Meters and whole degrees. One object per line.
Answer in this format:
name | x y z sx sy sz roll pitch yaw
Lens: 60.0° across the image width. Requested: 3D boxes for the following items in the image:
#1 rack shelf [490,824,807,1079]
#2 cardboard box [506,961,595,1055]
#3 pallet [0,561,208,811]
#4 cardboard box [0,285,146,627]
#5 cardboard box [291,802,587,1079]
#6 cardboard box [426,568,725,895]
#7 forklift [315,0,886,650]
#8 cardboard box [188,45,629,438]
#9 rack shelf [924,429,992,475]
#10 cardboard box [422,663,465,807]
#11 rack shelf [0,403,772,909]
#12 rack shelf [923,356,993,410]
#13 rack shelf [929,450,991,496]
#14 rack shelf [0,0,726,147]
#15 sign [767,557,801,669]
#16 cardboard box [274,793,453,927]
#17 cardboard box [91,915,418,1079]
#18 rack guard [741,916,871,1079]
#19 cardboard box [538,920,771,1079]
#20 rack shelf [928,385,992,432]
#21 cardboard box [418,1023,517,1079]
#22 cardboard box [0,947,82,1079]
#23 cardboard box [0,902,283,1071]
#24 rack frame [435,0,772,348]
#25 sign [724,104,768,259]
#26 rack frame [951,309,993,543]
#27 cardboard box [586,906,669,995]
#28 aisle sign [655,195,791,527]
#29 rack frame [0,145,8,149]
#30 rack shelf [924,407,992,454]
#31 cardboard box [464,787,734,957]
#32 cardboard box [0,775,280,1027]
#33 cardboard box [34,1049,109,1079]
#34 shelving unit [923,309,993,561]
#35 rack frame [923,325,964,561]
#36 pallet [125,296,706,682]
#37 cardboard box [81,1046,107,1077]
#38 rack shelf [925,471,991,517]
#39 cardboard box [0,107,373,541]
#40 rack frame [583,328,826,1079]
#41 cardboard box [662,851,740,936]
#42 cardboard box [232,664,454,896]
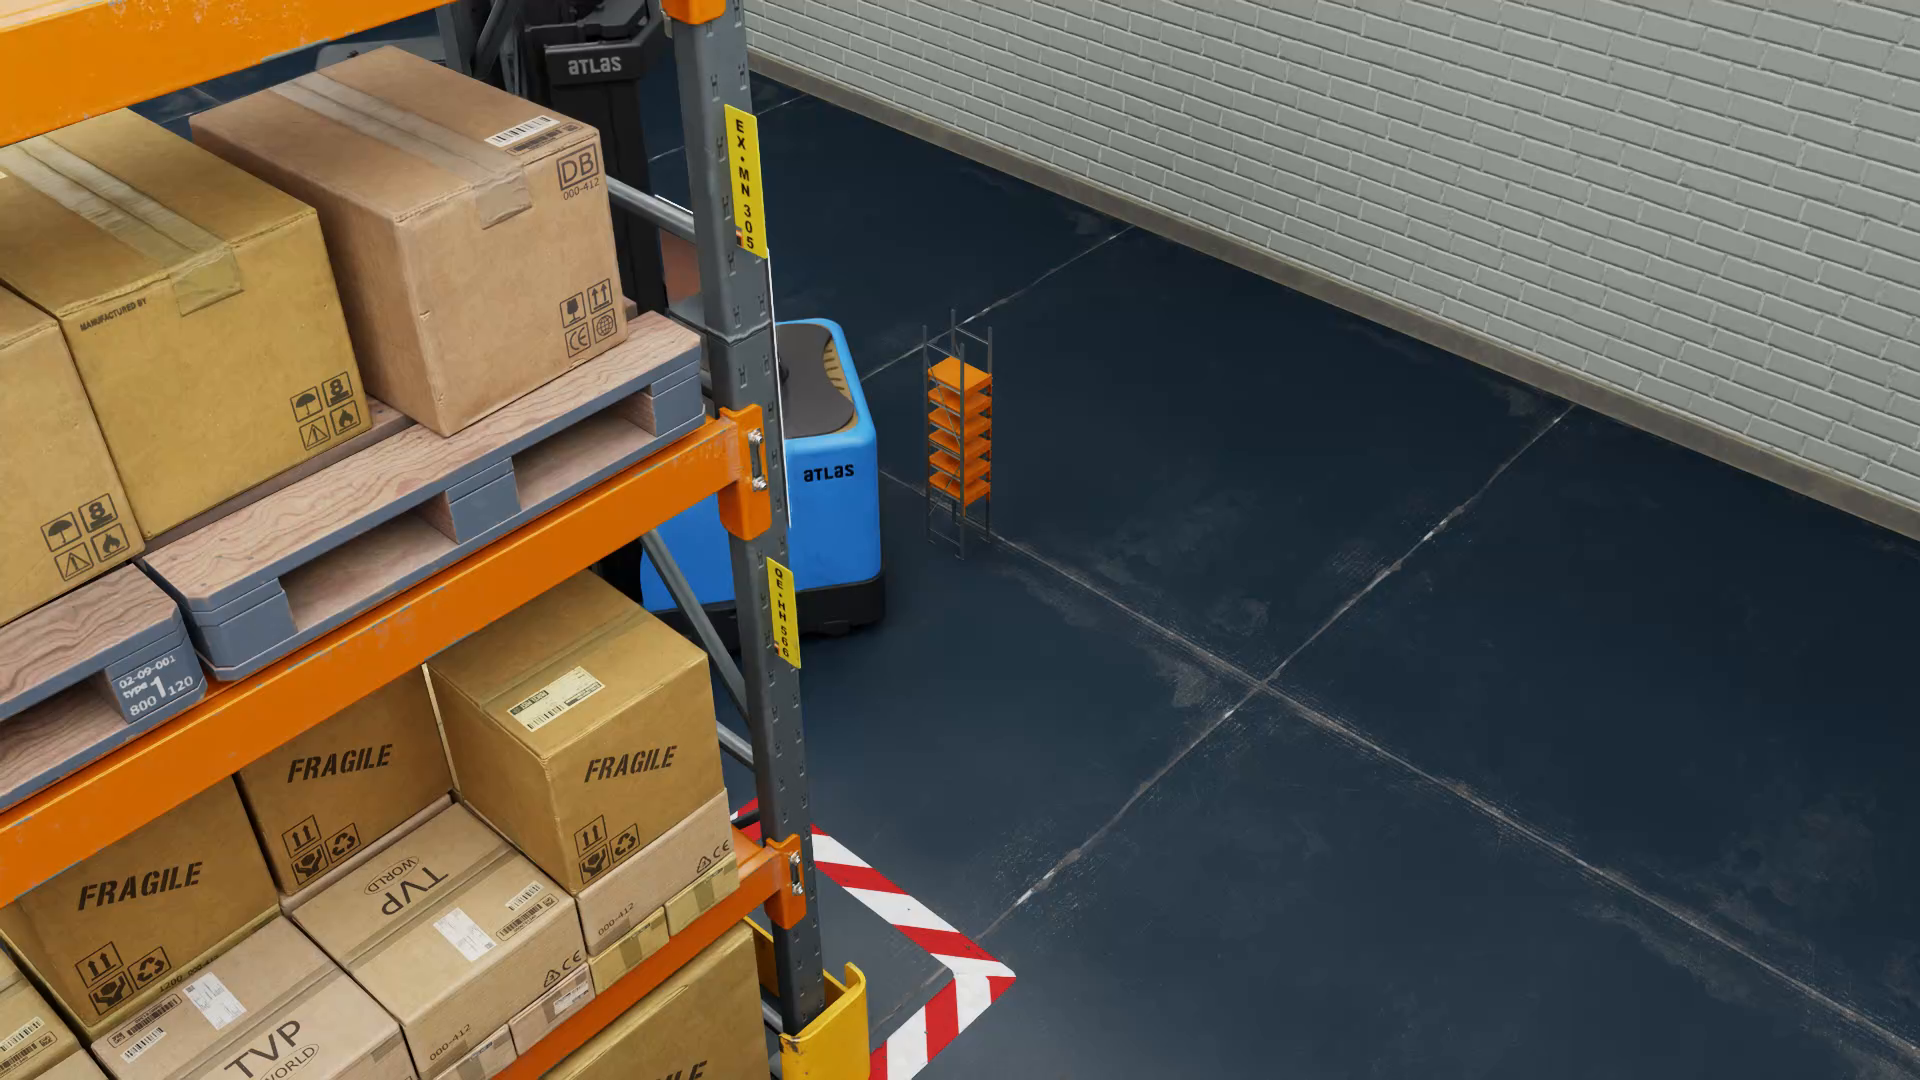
rack shelf | -2.194 1.701 4.063 1.077 0.370 4.000 30 47 32
cardboard box | -1.187 1.136 4.396 0.380 0.149 0.250 30 47 32
pallet | -2.161 0.269 2.946 1.003 0.211 1.213 30 47 32
cardboard box | -1.938 -0.189 2.953 0.700 0.500 0.500 26 45 29
cardboard box | -1.319 1.010 4.235 0.500 0.250 0.500 29 47 31
cardboard box | -0.979 0.483 4.295 0.500 0.500 0.500 30 47 32
forklift | -1.909 -0.839 6.734 3.031 2.935 1.130 -8 39 -10
cardboard box | -1.156 -0.655 3.539 0.700 0.500 0.500 27 46 29
rack shelf | -0.010 -0.428 7.679 0.258 0.103 0.180 30 47 32
cardboard box | -1.368 0.550 4.813 0.500 0.250 0.500 28 46 31
rack shelf | -2.194 0.527 3.129 1.077 0.370 4.000 30 47 32
rack shelf | -0.010 -0.710 7.455 0.258 0.103 0.180 30 47 32
rack shelf | -0.010 -0.334 7.754 0.258 0.103 0.180 30 47 32
rack shelf | -2.194 -0.491 2.320 1.077 0.370 4.000 30 47 32
sign | -0.454 0.189 4.265 0.100 0.325 0.005 30 47 32
cardboard box | -1.714 0.791 4.510 0.500 0.250 0.500 29 47 31
cardboard box | -1.662 1.244 3.941 0.500 0.250 0.500 28 46 31
rack guard | -0.829 1.468 5.786 1.175 0.500 0.348 30 47 32
cardboard box | -1.217 1.495 5.113 0.875 0.875 0.875 30 47 32
rack shelf | -0.010 -0.616 7.530 0.258 0.103 0.180 30 47 32
cardboard box | -1.356 1.250 4.253 0.380 0.149 0.250 31 48 33
cardboard box | -2.403 1.263 3.917 0.500 0.250 0.500 29 47 31
cardboard box | -2.055 1.021 4.221 0.500 0.250 0.500 28 46 31
rack frame | -0.845 -1.848 3.127 1.000 3.000 0.127 30 47 32
sign | -0.454 -0.755 3.515 0.100 0.325 0.005 30 47 32
rack frame | 0.052 -0.505 7.705 0.240 1.200 0.006 30 47 32
cardboard box | -1.016 1.021 4.542 0.380 0.149 0.250 30 47 32
aisle sign | -0.575 -0.424 4.068 0.394 0.787 0.004 30 47 32
rack frame | -4.501 -1.579 7.610 1.000 3.000 0.127 30 47 32
rack shelf | -0.010 -0.522 7.605 0.258 0.103 0.180 30 47 32
cardboard box | -0.976 0.777 4.528 0.500 0.250 0.500 29 47 31
cardboard box | -2.050 0.727 3.989 0.500 0.500 0.500 28 46 31
cardboard box | -2.010 1.485 3.638 0.500 0.250 0.500 30 47 32
shelving unit | -0.010 -0.463 7.652 0.258 1.200 0.189 30 47 32
rack frame | -0.071 -0.421 7.599 0.240 1.200 0.006 30 47 32
pallet | -1.338 -0.294 3.654 1.003 0.211 1.213 30 47 32
cardboard box | -2.193 1.215 4.297 0.380 0.149 0.250 29 47 31
rack shelf | -0.010 -0.240 7.829 0.258 0.103 0.180 30 47 32
cardboard box | -1.625 -0.447 3.277 0.700 0.500 0.500 28 46 30
rack frame | -0.845 0.500 4.994 1.000 3.000 0.127 30 47 32
cardboard box | -0.842 0.901 4.693 0.380 0.149 0.250 31 48 33
cardboard box | -1.705 0.486 4.291 0.500 0.500 0.500 28 47 31
